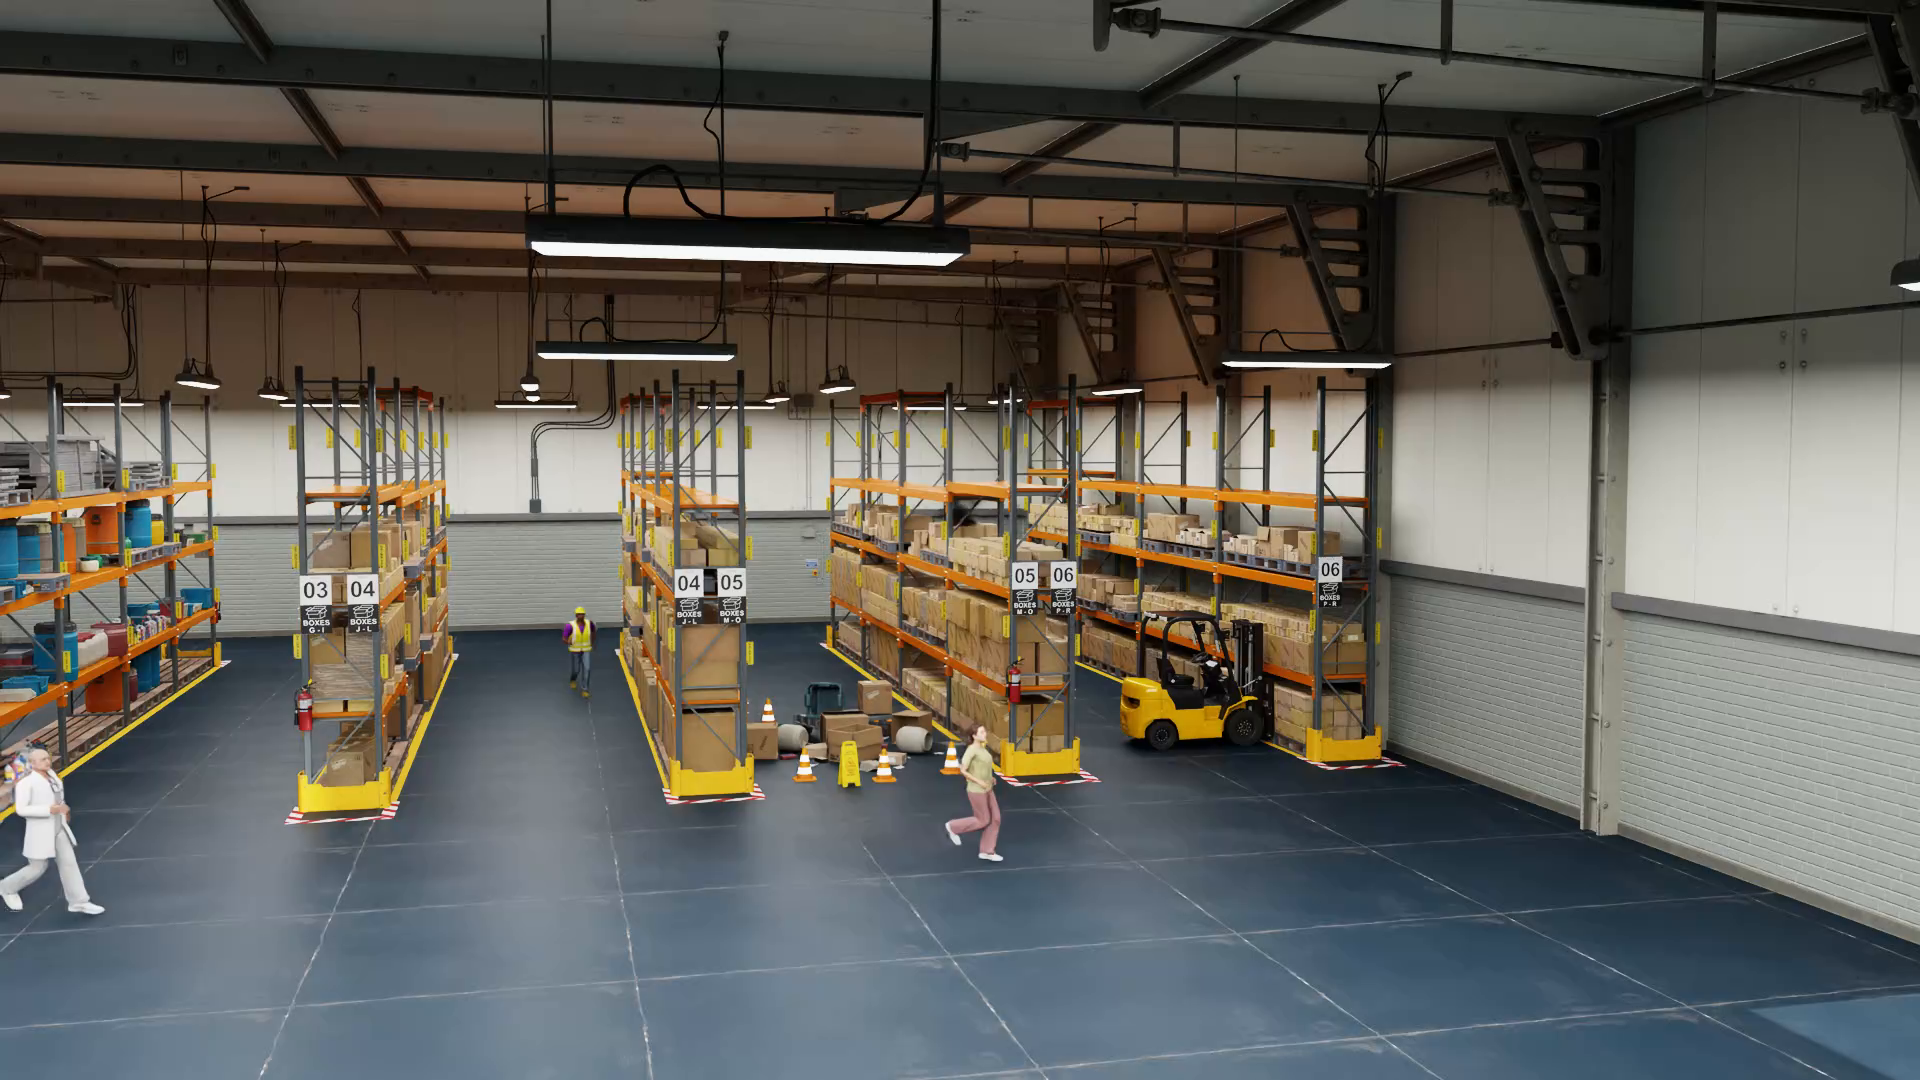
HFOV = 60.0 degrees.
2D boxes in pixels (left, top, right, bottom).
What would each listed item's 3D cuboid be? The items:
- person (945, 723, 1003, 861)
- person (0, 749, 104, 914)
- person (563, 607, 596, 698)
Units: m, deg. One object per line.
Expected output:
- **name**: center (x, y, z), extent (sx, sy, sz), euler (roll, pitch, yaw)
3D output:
- **person**: center (0.193, 3.002, 19.920), extent (0.731, 1.641, 0.579), euler (2, 4, 26)
- **person**: center (-9.549, 3.094, 17.423), extent (1.154, 1.648, 0.727), euler (1, 3, 12)
- **person**: center (-7.452, 2.175, 32.598), extent (0.681, 1.754, 0.948), euler (-2, 4, -24)
